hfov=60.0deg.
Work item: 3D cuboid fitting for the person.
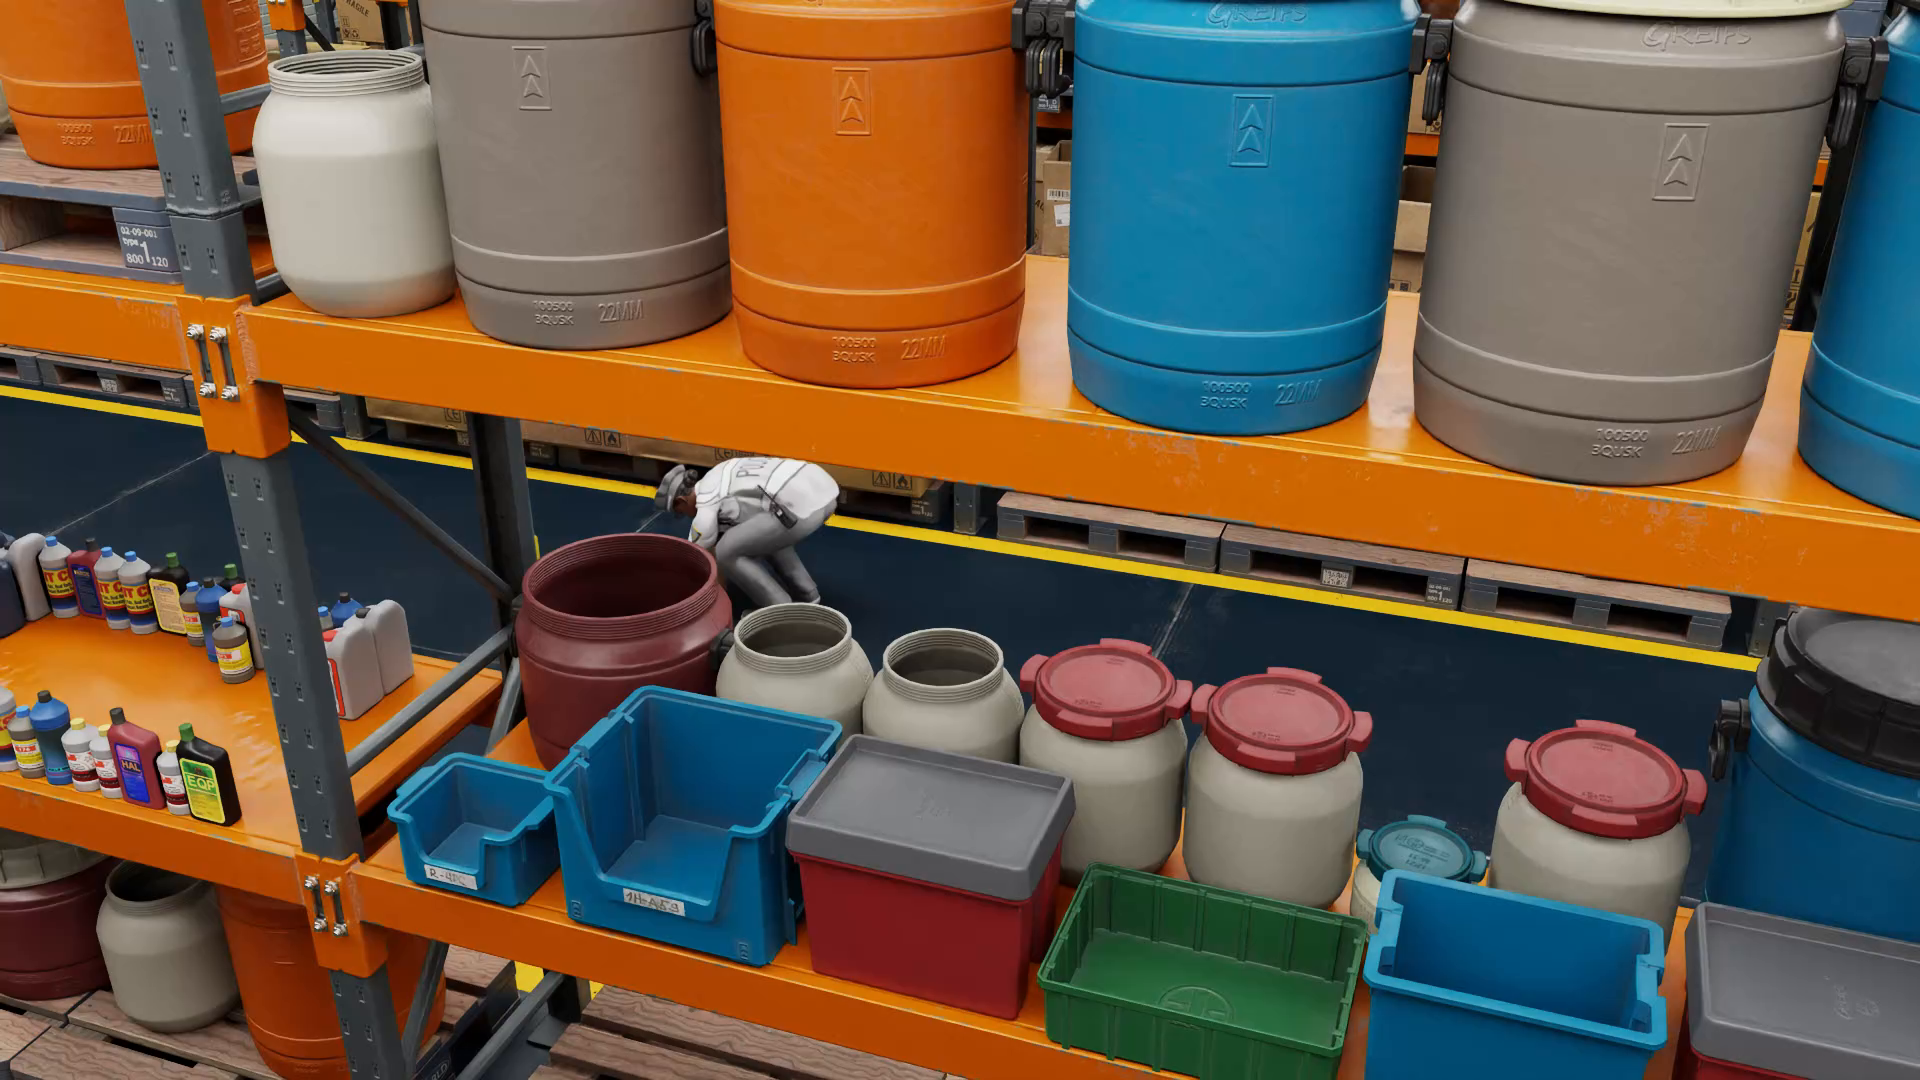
[{"bbox_3d":[-1.045,-0.014,8.149,0.920,0.822,0.469,8,27,16],"label":"person"}]
